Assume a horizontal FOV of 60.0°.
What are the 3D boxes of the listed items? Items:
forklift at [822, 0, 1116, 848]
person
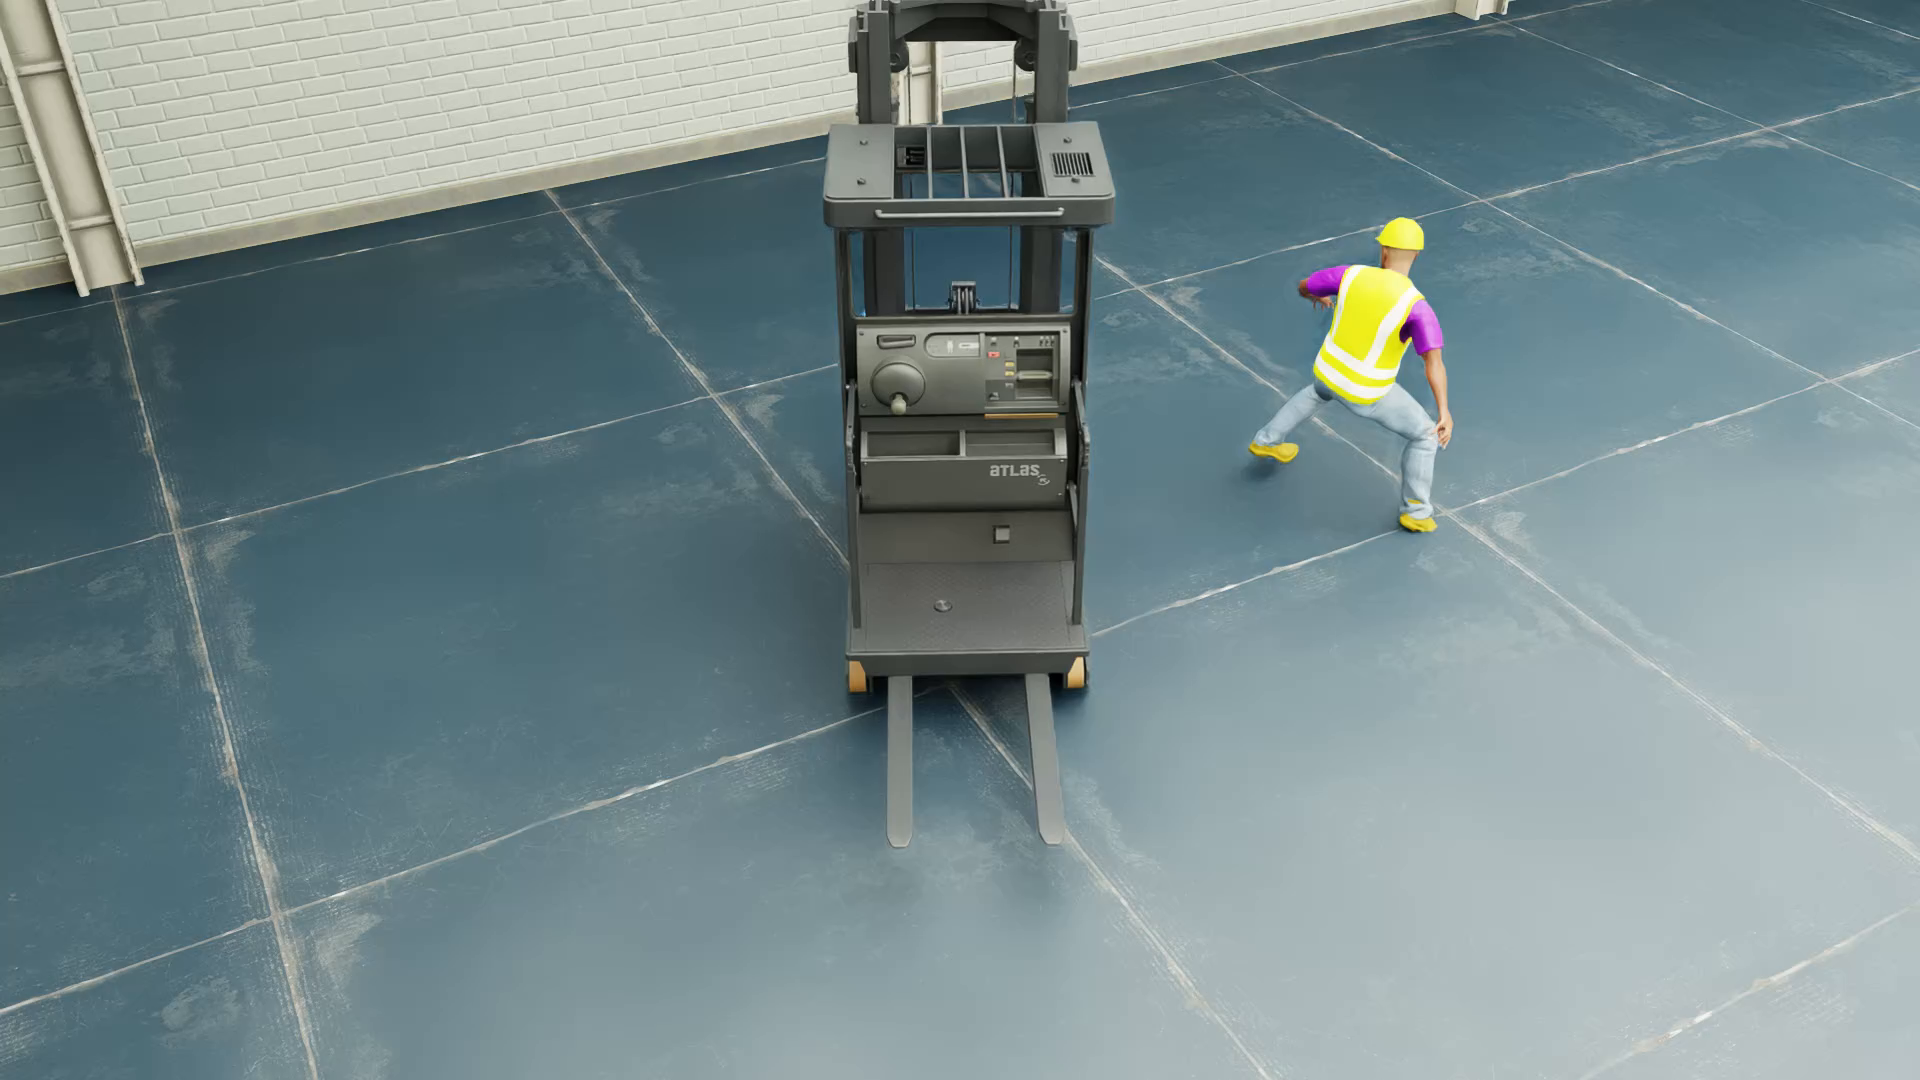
[{"bbox_3d":[0.024,-0.681,7.086,1.130,2.935,3.031,-1,35,-1],"label":"forklift"},{"bbox_3d":[2.128,-0.811,8.493,0.551,1.686,1.223,-23,41,-29],"label":"person"}]
